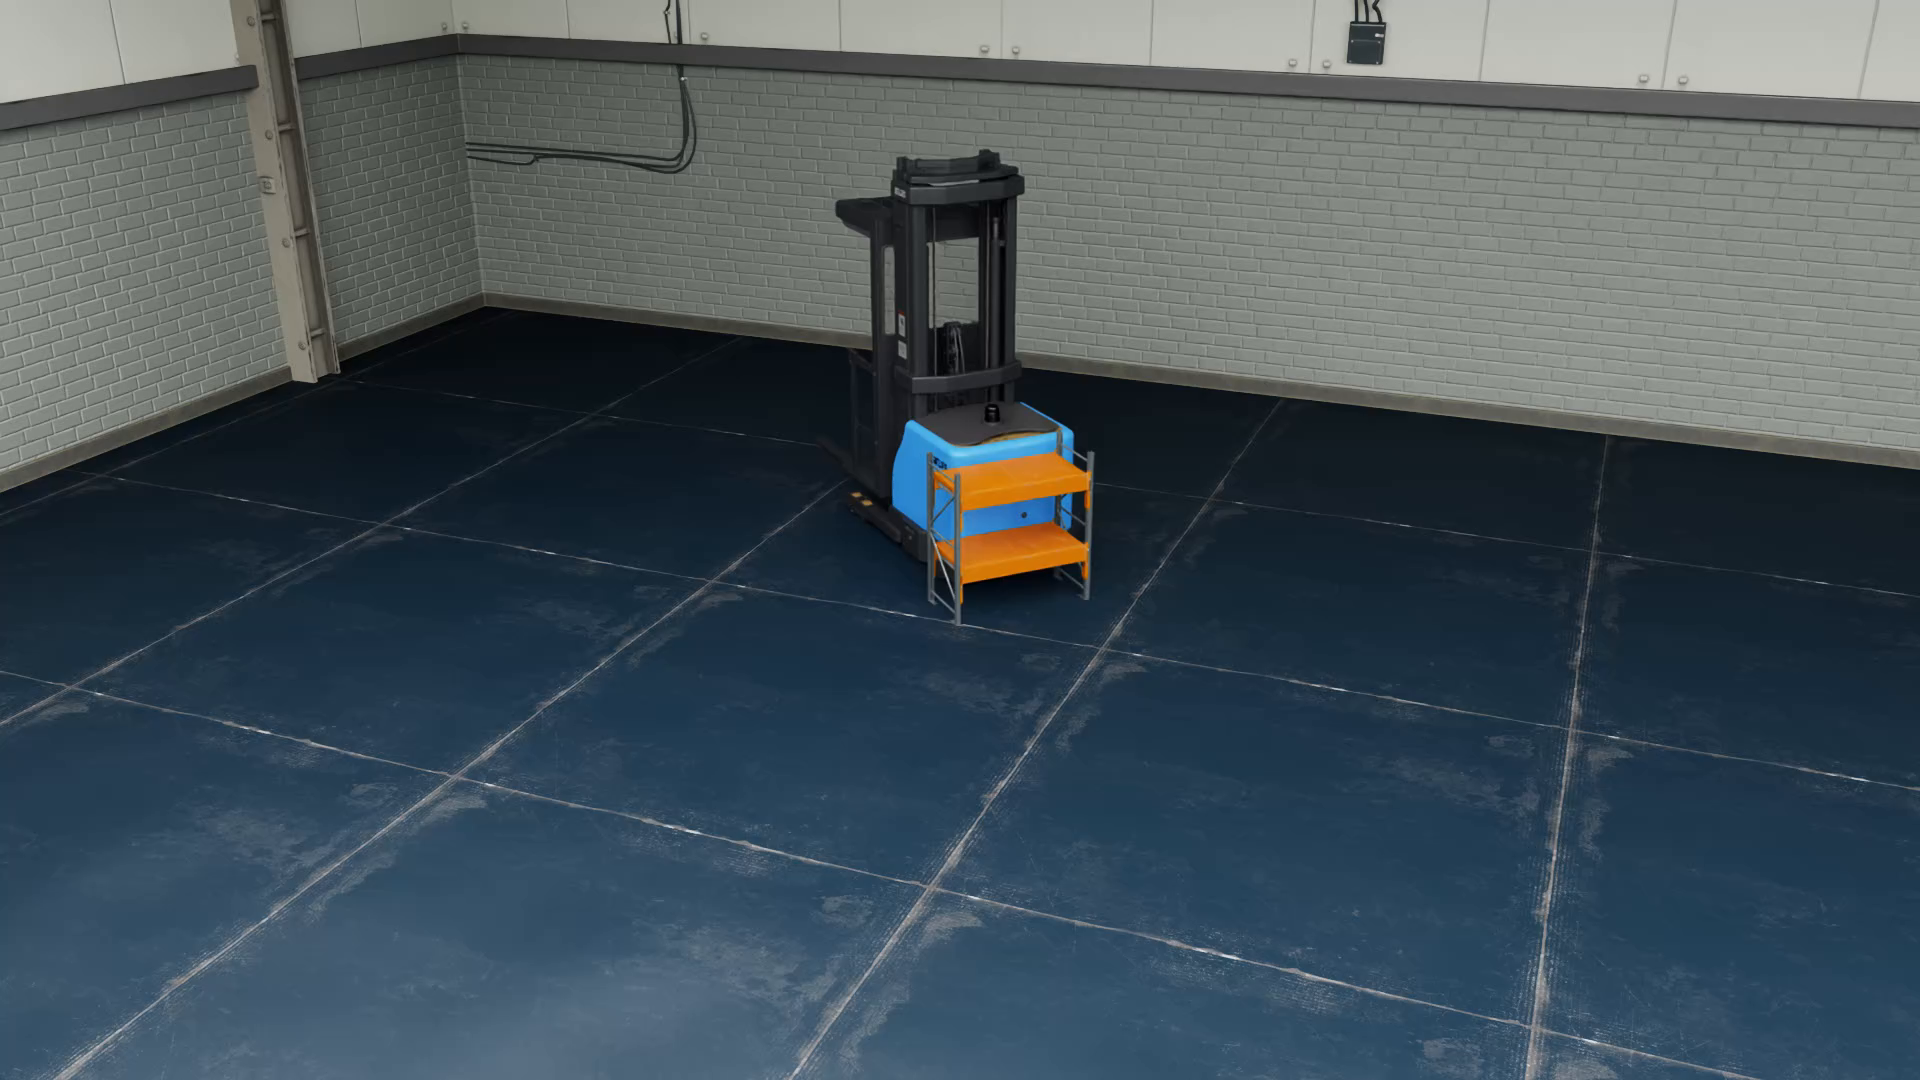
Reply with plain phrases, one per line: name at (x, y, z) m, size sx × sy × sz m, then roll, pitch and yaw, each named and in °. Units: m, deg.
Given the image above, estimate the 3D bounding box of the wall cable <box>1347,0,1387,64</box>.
wall cable at (4.551, -6.896, 13.395) m, size 2.305 × 6.003 × 0.169 m, roll 9°, pitch 24°, yaw 20°

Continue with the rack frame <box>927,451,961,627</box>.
rack frame at (-0.113, -0.005, 11.525) m, size 0.032 × 1.125 × 0.500 m, roll -10°, pitch 25°, yaw -23°

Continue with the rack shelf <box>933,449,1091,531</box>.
rack shelf at (0.348, -0.358, 11.610) m, size 1.000 × 0.278 × 0.538 m, roll -10°, pitch 25°, yaw -23°

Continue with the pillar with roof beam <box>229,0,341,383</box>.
pillar with roof beam at (-2.583, -5.211, 13.771) m, size 9.100 × 9.000 × 0.400 m, roll 9°, pitch 24°, yaw 20°

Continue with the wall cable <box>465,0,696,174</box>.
wall cable at (-4.258, -5.259, 17.916) m, size 3.097 × 2.526 × 0.112 m, roll 9°, pitch 24°, yaw 20°

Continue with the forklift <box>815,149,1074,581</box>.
forklift at (-0.275, -1.578, 12.949) m, size 1.130 × 2.935 × 3.031 m, roll -11°, pitch 25°, yaw -25°

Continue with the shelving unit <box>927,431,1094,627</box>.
shelving unit at (0.348, -0.087, 11.722) m, size 1.048 × 1.125 × 0.538 m, roll -10°, pitch 25°, yaw -23°

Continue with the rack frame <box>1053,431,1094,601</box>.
rack frame at (0.810, -0.170, 11.920) m, size 0.032 × 1.125 × 0.500 m, roll -10°, pitch 25°, yaw -23°

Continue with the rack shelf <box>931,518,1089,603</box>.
rack shelf at (0.348, 0.138, 11.817) m, size 1.000 × 0.278 × 0.538 m, roll -10°, pitch 25°, yaw -23°
